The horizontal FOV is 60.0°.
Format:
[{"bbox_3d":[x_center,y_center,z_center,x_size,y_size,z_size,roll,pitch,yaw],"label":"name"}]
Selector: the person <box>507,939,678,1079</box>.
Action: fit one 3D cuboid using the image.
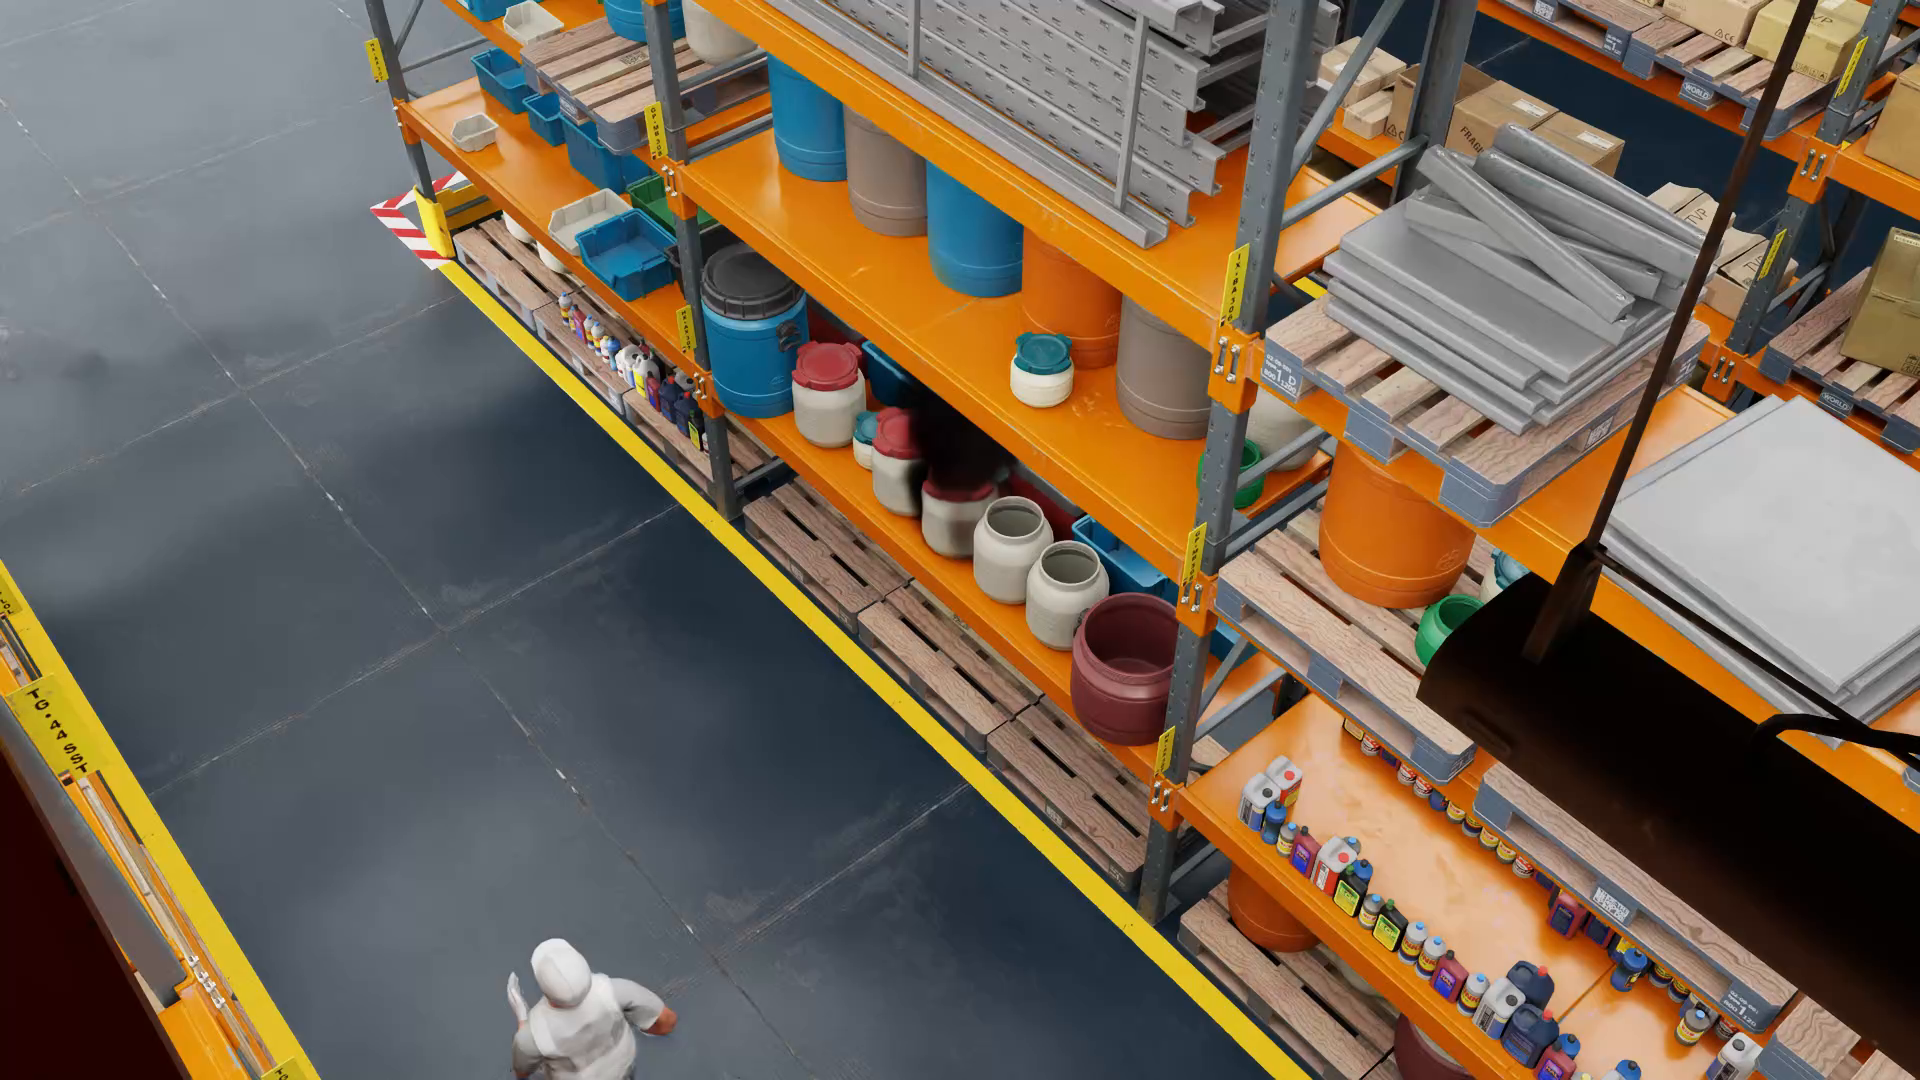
[{"bbox_3d":[-1.598,2.271,7.222,0.630,1.899,0.712,-34,55,-28],"label":"person"}]
